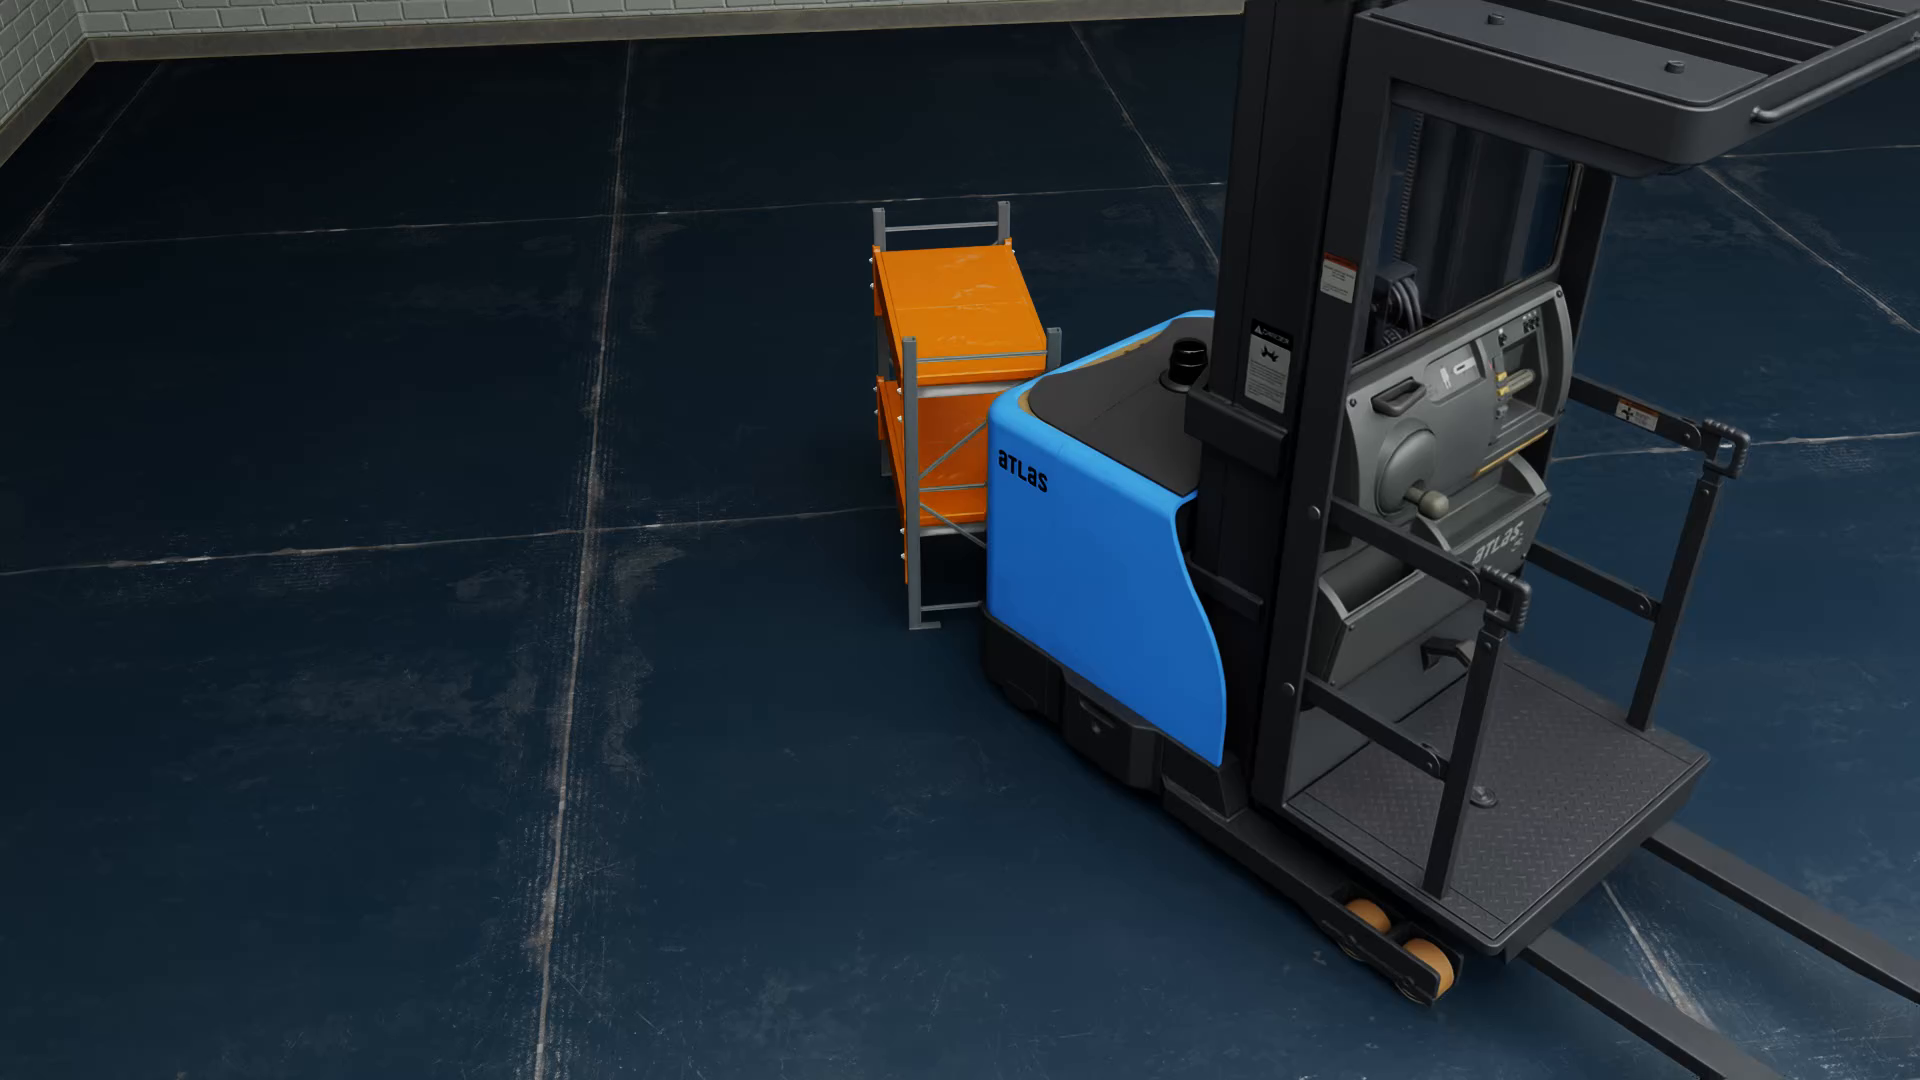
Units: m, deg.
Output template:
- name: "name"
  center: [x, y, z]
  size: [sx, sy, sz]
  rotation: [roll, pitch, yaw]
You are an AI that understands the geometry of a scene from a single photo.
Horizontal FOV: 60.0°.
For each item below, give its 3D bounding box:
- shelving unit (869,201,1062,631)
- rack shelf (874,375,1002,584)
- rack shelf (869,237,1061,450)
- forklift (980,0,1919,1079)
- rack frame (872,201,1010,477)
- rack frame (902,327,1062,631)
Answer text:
- name: "shelving unit"
  center: [0.001, -0.461, 5.928]
  size: [0.538, 1.125, 1.048]
  rotation: [-4, 35, -6]
- name: "rack shelf"
  center: [0.001, -0.259, 6.065]
  size: [0.538, 0.278, 1.000]
  rotation: [-4, 35, -6]
- name: "rack shelf"
  center: [0.001, -0.703, 5.763]
  size: [0.538, 0.278, 1.000]
  rotation: [-4, 35, -6]
- name: "forklift"
  center: [1.418, -0.303, 4.092]
  size: [1.130, 2.935, 3.031]
  rotation: [-26, 42, -33]
- name: "rack frame"
  center: [-0.067, -0.745, 6.344]
  size: [0.500, 1.125, 0.032]
  rotation: [-4, 35, -6]
- name: "rack frame"
  center: [0.069, -0.177, 5.511]
  size: [0.500, 1.125, 0.032]
  rotation: [-4, 35, -6]
